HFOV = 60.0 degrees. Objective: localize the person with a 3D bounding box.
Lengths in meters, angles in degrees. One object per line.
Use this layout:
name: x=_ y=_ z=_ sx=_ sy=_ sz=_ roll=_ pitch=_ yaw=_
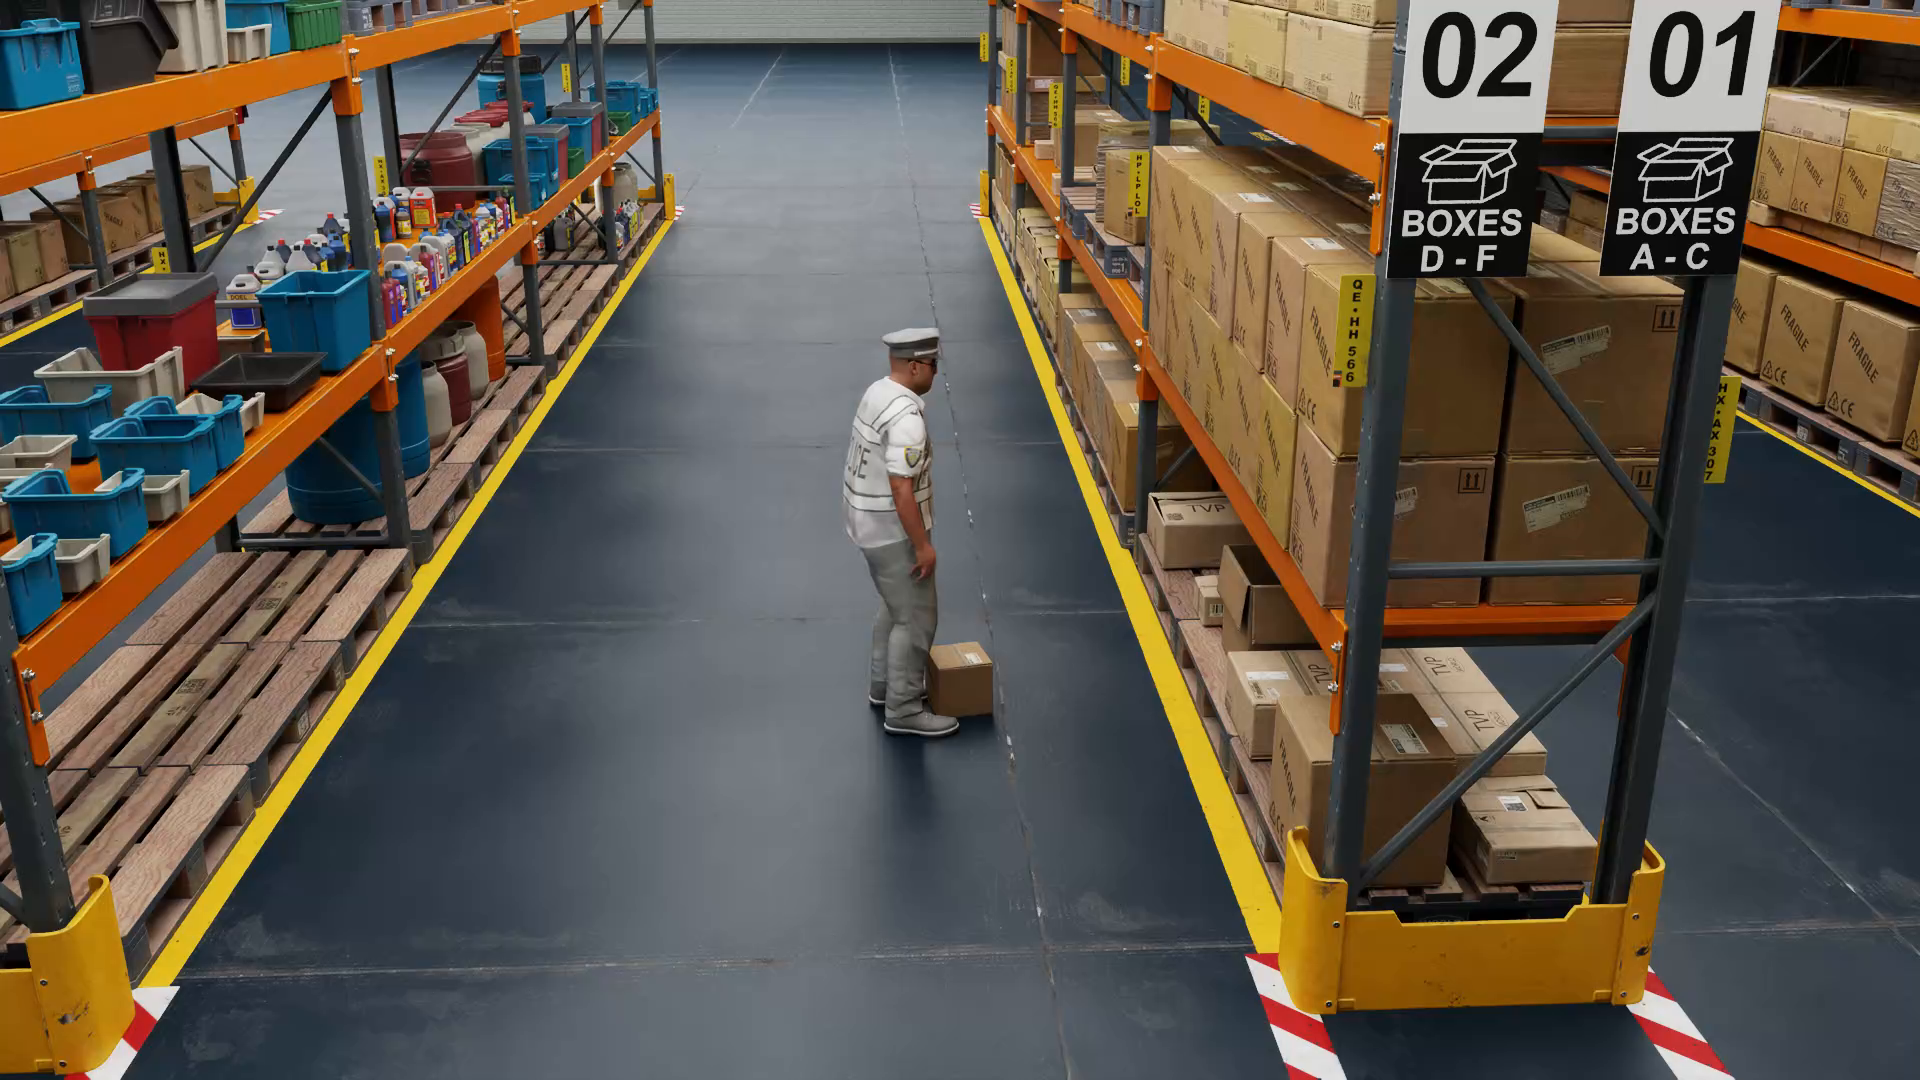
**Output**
person: x=-0.273 y=-0.043 z=7.181 sx=0.433 sy=1.747 sz=0.588 roll=-6 pitch=21 yaw=-15
